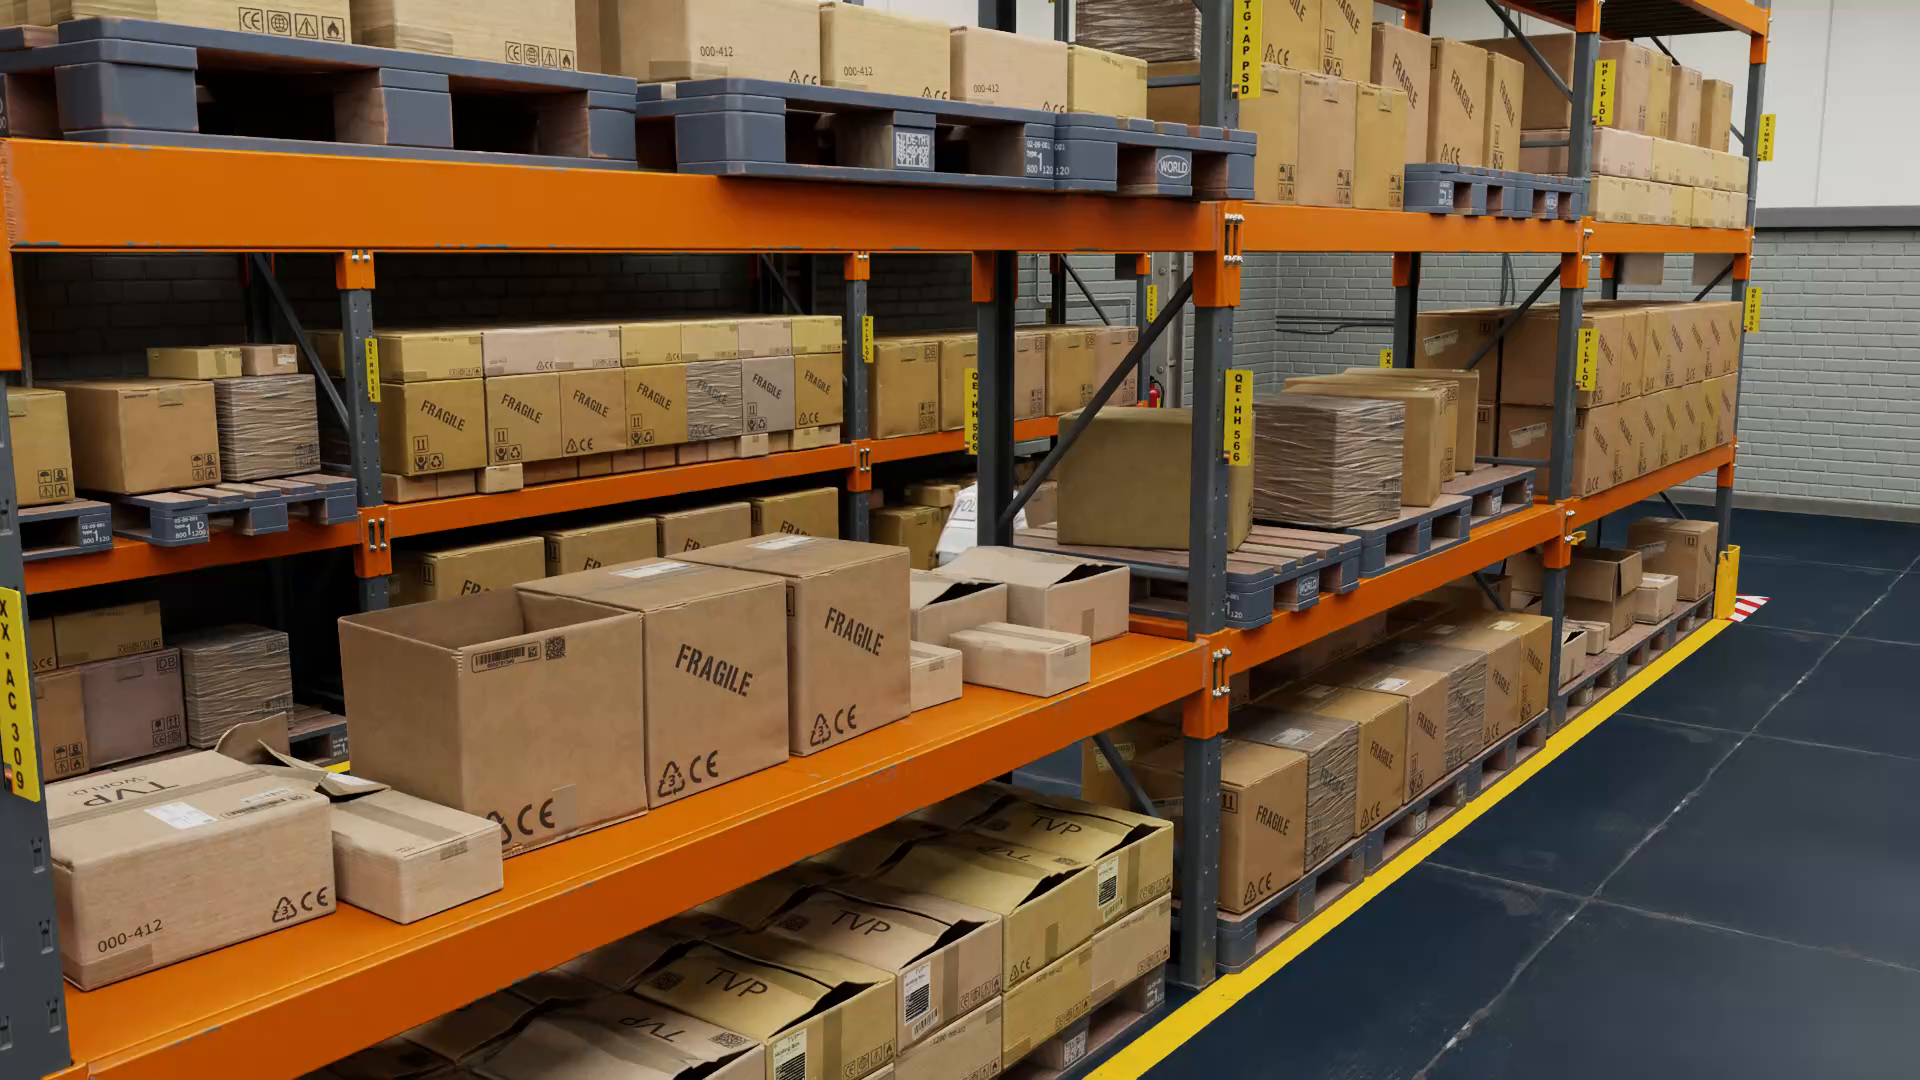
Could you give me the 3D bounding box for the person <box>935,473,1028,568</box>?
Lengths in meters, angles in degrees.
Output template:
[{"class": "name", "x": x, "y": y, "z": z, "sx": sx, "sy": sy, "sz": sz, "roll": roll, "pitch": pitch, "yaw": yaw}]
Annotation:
[{"class": "person", "x": 0.154, "y": 0.092, "z": 11.589, "sx": 0.575, "sy": 1.165, "sz": 0.904, "roll": 6, "pitch": 11, "yaw": 30}]
